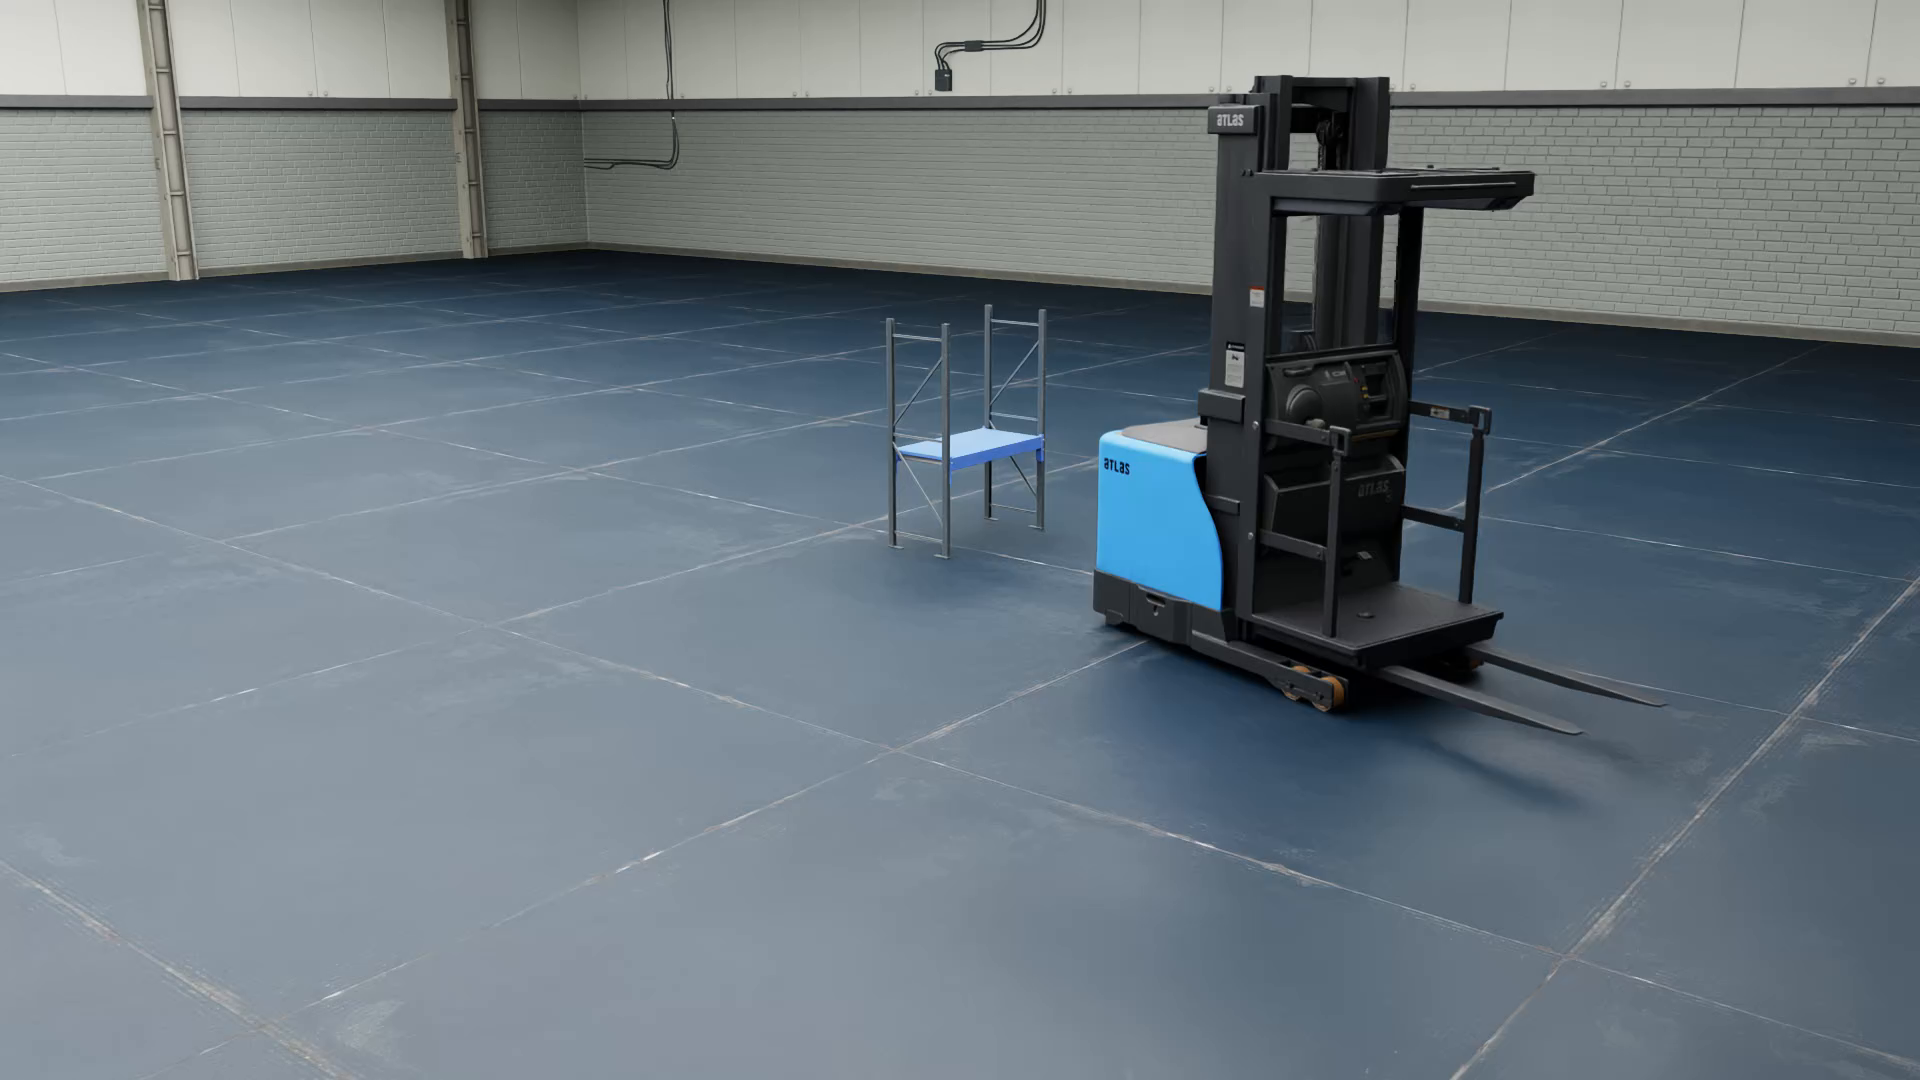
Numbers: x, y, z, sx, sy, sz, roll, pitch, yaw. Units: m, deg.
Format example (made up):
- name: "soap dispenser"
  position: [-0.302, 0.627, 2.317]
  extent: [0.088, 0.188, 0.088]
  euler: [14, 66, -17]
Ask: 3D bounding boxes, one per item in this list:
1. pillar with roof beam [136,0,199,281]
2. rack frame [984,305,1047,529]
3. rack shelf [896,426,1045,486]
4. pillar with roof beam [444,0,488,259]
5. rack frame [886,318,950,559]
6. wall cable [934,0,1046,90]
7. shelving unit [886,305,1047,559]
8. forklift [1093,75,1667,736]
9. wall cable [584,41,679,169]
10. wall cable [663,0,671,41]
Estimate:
- name: "pillar with roof beam"
  position: [-10.197, -8.243, 25.292]
  extent: [9.100, 9.000, 0.400]
  euler: [11, 18, 38]
- name: "rack frame"
  position: [0.373, -0.841, 11.386]
  extent: [0.500, 1.500, 0.032]
  euler: [11, 18, 38]
- name: "rack shelf"
  position: [0.054, -0.569, 11.047]
  extent: [0.538, 0.185, 1.000]
  euler: [11, 18, 38]
- name: "pillar with roof beam"
  position: [-6.426, -9.392, 29.816]
  extent: [9.100, 9.000, 0.400]
  euler: [11, 18, 38]
- name: "rack frame"
  position: [-0.266, -0.646, 10.619]
  extent: [0.500, 1.500, 0.032]
  euler: [11, 18, 38]
- name: "wall cable"
  position: [0.480, -10.593, 27.640]
  extent: [2.305, 6.003, 0.169]
  euler: [11, 18, 38]
- name: "shelving unit"
  position: [0.054, -0.743, 11.003]
  extent: [0.538, 1.500, 1.048]
  euler: [11, 18, 38]
- name: "forklift"
  position: [1.998, -0.739, 8.079]
  extent: [1.130, 2.935, 3.031]
  euler: [-10, 17, -34]
- name: "wall cable"
  position: [-6.894, -8.912, 34.236]
  extent: [3.097, 2.526, 0.112]
  euler: [11, 18, 38]
- name: "wall cable"
  position: [-4.790, -10.941, 31.966]
  extent: [3.097, 2.526, 0.112]
  euler: [11, 18, 38]
